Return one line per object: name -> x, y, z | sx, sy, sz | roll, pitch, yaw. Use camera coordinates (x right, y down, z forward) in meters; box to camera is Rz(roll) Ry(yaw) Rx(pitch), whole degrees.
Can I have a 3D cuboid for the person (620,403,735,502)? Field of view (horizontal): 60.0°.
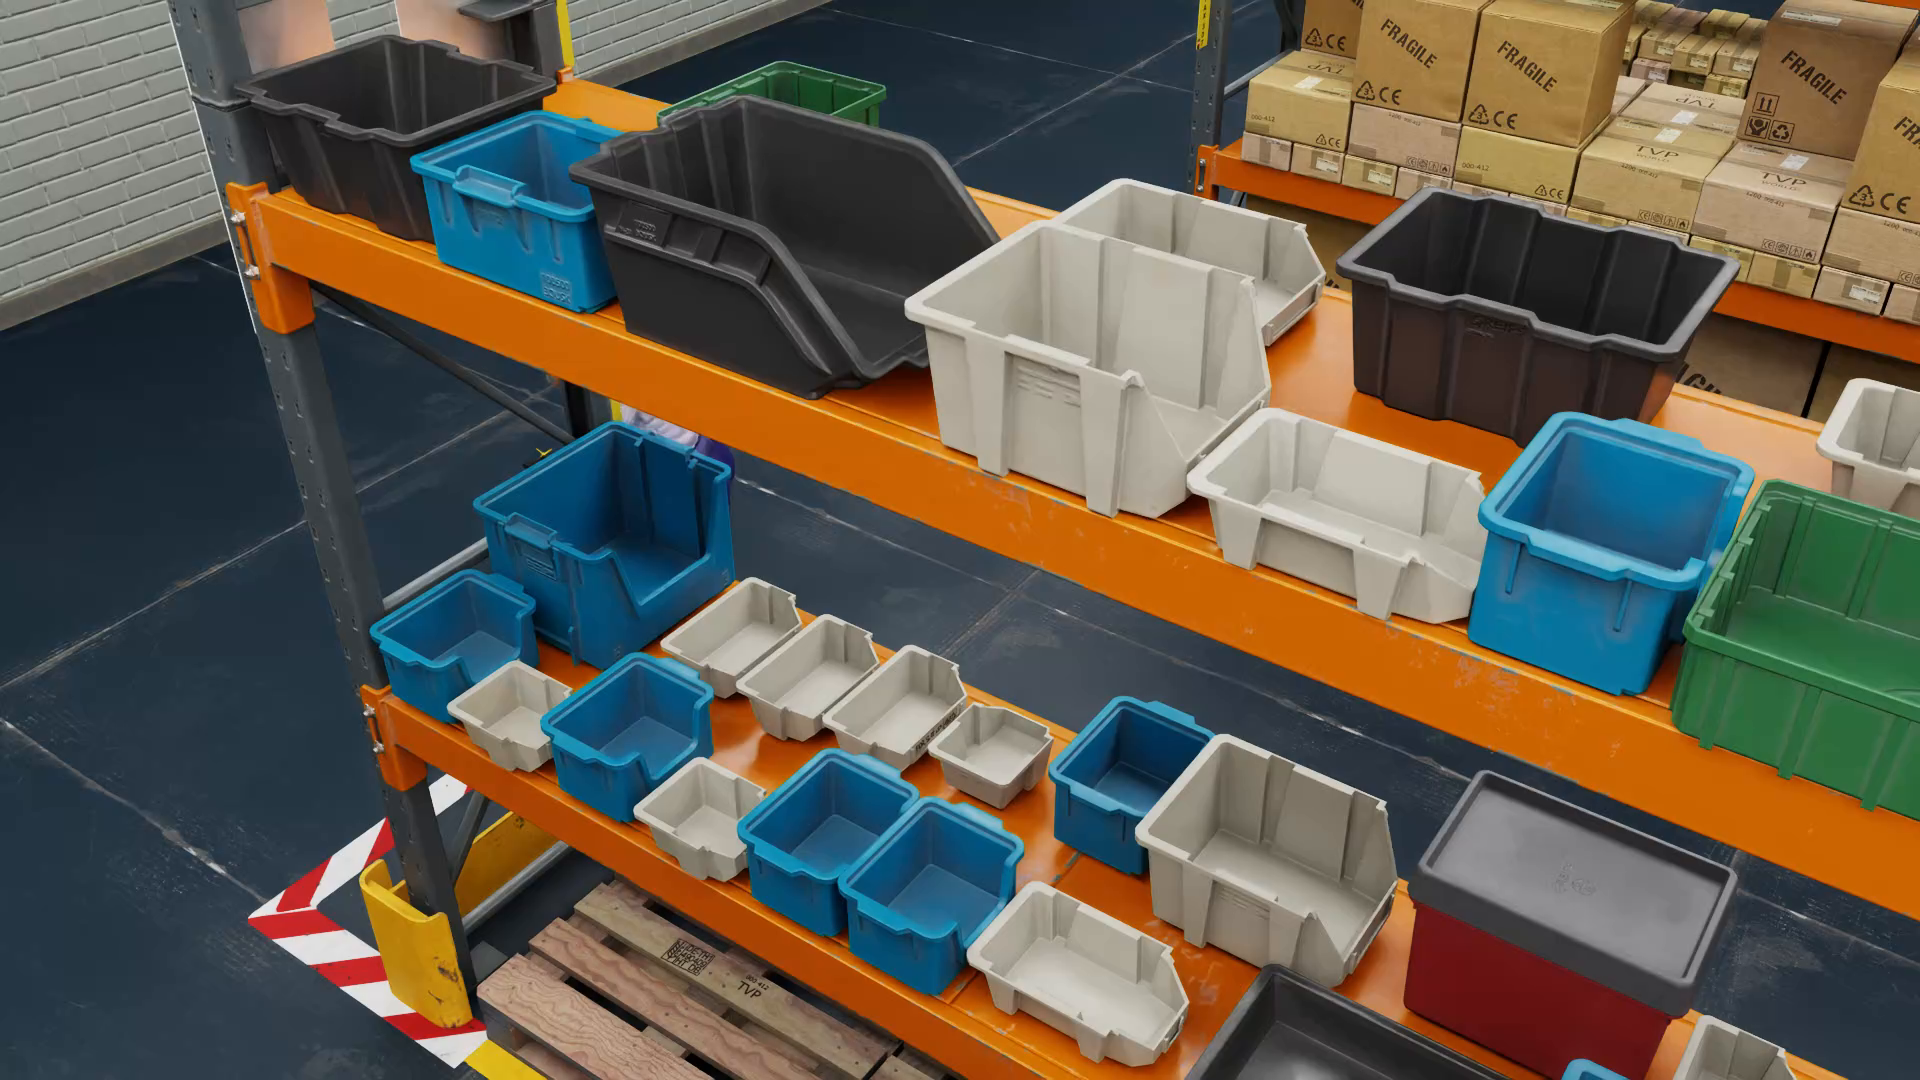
person -> -1.201, -0.188, 6.541 | 0.623, 1.529, 0.454 | 0, 35, -1
